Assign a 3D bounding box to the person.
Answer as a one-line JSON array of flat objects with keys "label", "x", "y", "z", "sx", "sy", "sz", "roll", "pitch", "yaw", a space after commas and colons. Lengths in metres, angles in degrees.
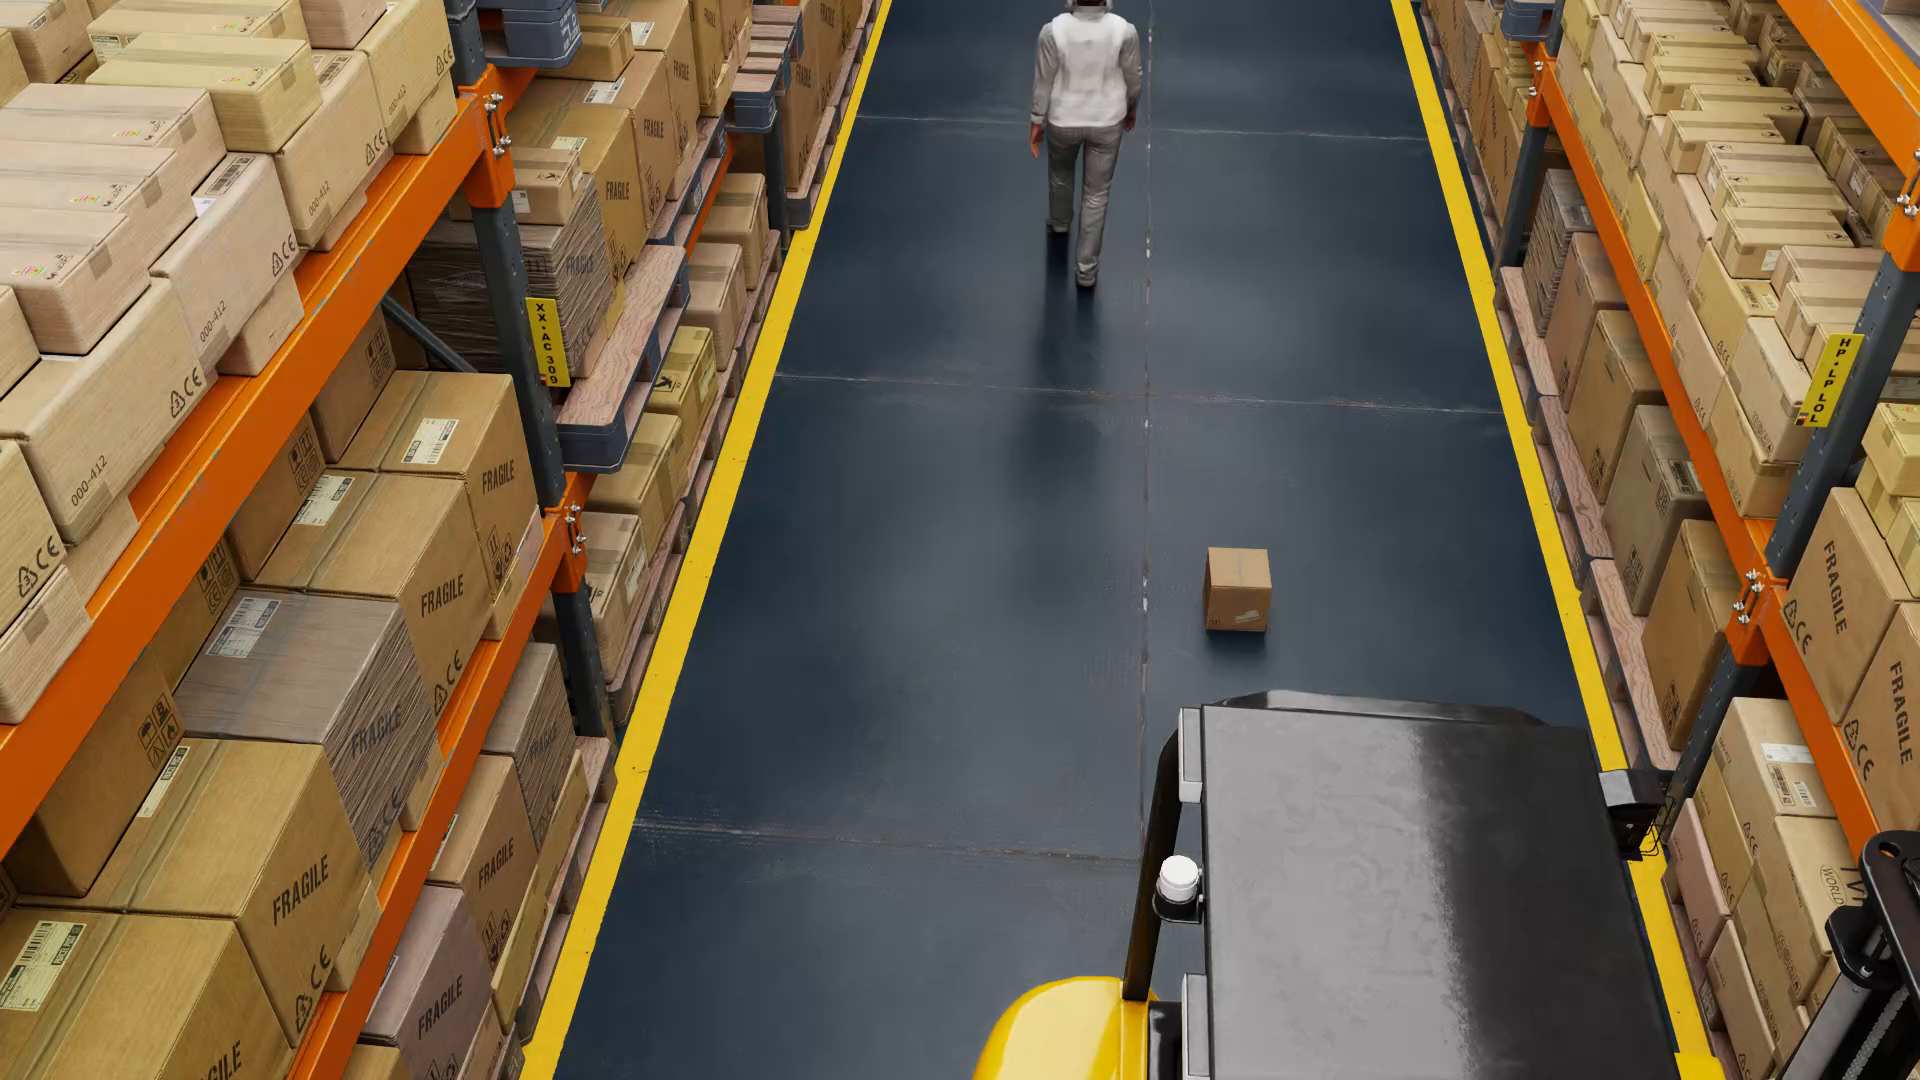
[{"label": "person", "x": 0.678, "y": -2.299, "z": 8.890, "sx": 0.572, "sy": 1.764, "sz": 0.877, "roll": 5, "pitch": 40, "yaw": 6}]
